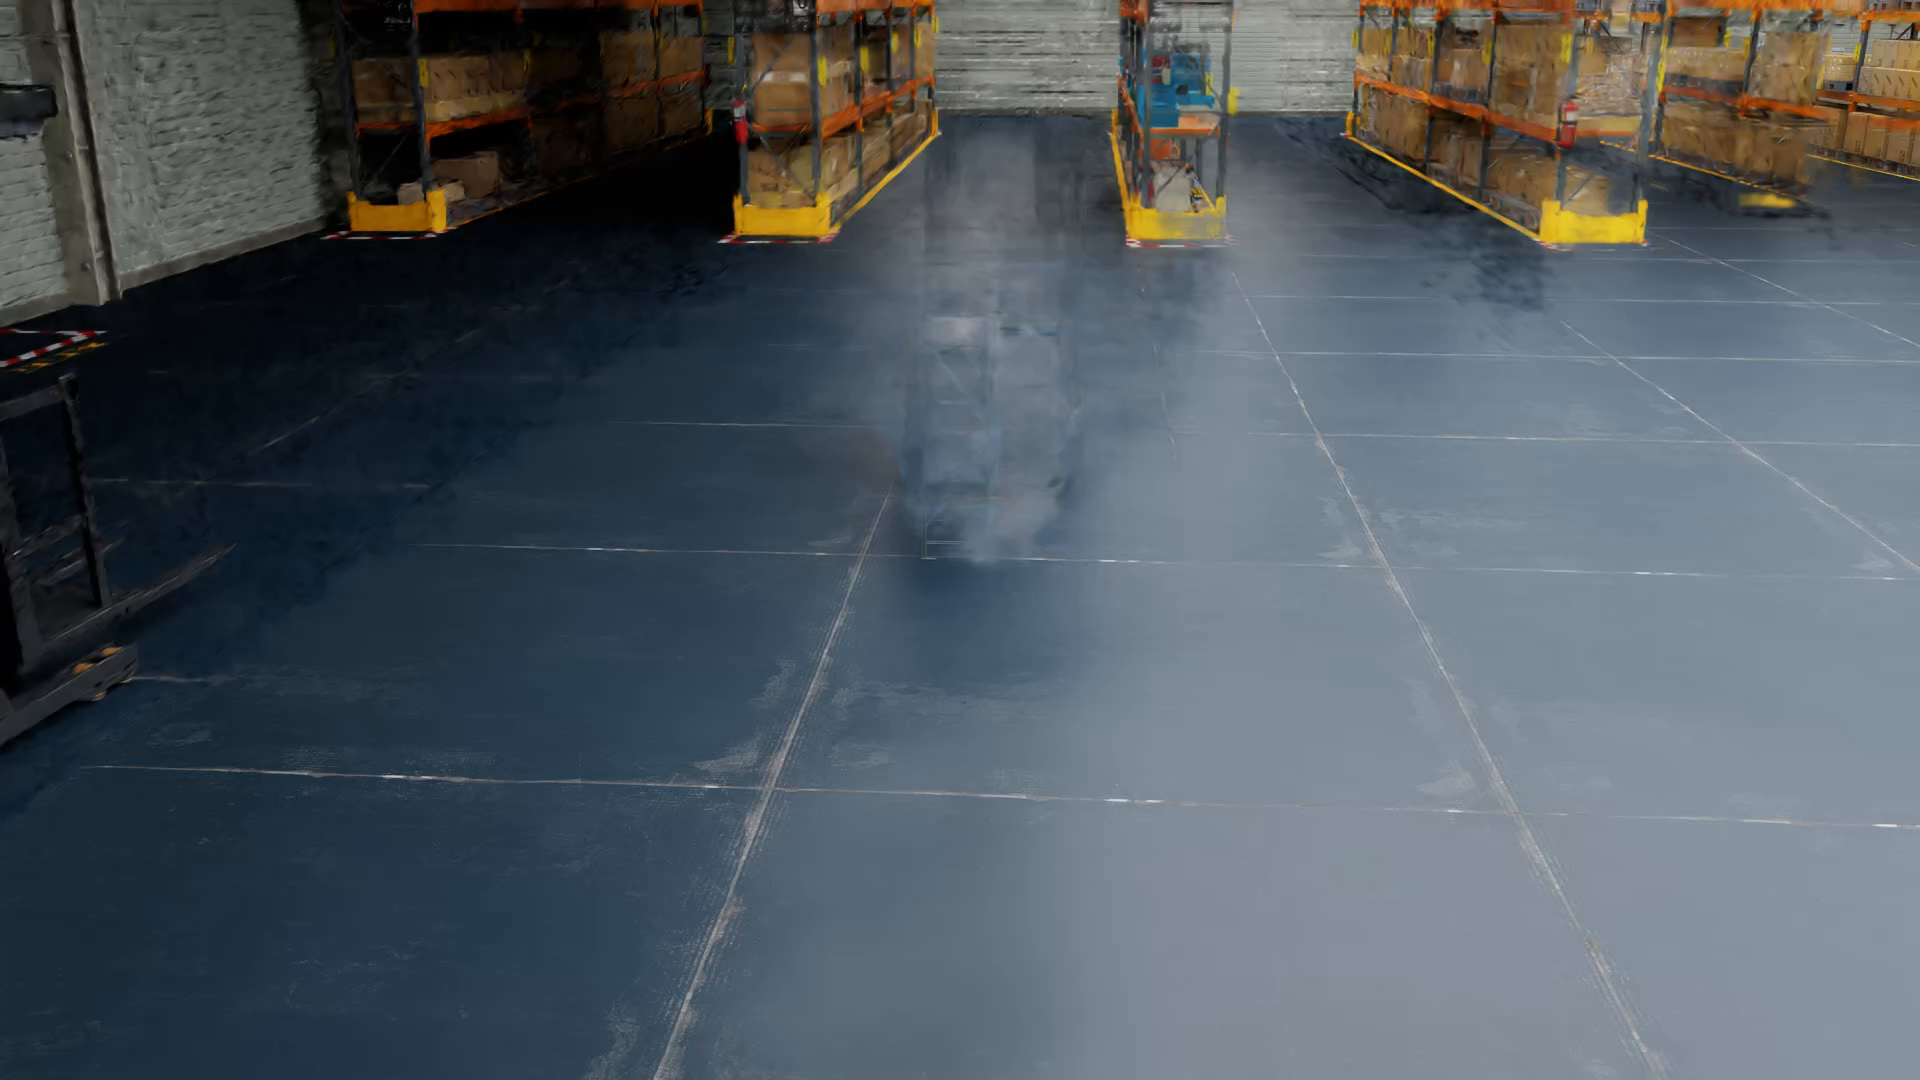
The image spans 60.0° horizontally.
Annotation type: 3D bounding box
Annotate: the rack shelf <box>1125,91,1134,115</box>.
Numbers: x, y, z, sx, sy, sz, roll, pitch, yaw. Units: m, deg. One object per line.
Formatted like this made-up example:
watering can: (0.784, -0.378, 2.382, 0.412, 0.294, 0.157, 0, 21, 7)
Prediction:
rack shelf: (7.684, -8.086, 30.938, 1.077, 0.370, 4.000, 1, 18, 4)

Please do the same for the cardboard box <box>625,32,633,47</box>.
cardboard box: (-1.665, -10.441, 35.095, 0.500, 0.250, 0.500, 1, 18, 3)

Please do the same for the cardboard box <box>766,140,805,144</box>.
cardboard box: (2.149, -6.565, 27.677, 0.500, 0.500, 0.500, 1, 18, 4)

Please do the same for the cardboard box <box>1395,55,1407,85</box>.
cardboard box: (12.737, -9.935, 35.264, 0.500, 0.500, 0.500, 1, 18, 4)

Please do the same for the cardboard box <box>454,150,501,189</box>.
cardboard box: (-2.376, -6.726, 28.939, 0.500, 0.500, 0.500, 0, 18, 0)

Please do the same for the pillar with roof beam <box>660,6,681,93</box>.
pillar with roof beam: (2.144, -15.367, 42.370, 9.100, 9.000, 0.400, 1, 18, 4)

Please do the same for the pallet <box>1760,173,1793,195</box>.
pallet: (17.485, -6.850, 30.489, 1.003, 0.211, 1.213, 1, 18, 4)

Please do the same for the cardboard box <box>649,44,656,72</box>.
cardboard box: (-1.549, -10.562, 36.668, 0.500, 0.500, 0.500, 1, 18, 3)

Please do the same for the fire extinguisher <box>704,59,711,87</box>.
fire extinguisher: (-1.010, -11.577, 41.161, 0.296, 0.674, 0.183, 1, 18, 4)

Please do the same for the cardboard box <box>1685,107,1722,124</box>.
cardboard box: (17.601, -8.859, 34.278, 0.500, 0.250, 0.500, 2, 18, 6)

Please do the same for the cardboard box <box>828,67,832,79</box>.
cardboard box: (2.646, -7.549, 26.941, 0.380, 0.149, 0.250, 1, 18, 3)

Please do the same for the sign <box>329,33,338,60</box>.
sign: (-3.180, -7.504, 25.641, 0.100, 0.325, 0.005, 1, 18, 4)

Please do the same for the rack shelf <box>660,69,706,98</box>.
rack shelf: (-1.624, -10.792, 39.195, 1.077, 0.370, 4.000, 1, 18, 4)

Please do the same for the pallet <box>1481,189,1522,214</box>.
pallet: (12.468, -6.161, 28.388, 1.003, 0.211, 1.213, 1, 18, 4)

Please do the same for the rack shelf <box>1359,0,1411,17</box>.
rack shelf: (13.197, -11.885, 37.716, 1.077, 0.370, 4.000, 1, 18, 4)

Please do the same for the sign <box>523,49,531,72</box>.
sign: (-1.799, -8.429, 29.440, 0.100, 0.325, 0.005, 1, 18, 4)

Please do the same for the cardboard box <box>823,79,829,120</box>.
cardboard box: (2.434, -7.185, 26.874, 0.700, 0.500, 0.500, 1, 18, 4)

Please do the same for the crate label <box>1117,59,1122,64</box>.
crate label: (8.054, -11.413, 40.109, 0.416, 0.233, 0.303, 1, 18, 4)

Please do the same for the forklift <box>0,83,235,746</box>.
forklift: (0.341, -2.132, 11.721, 1.130, 2.935, 3.031, 3, 18, 8)

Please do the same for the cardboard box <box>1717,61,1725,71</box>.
cardboard box: (17.306, -9.264, 32.630, 0.380, 0.149, 0.250, 2, 18, 6)

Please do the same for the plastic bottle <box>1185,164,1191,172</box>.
plastic bottle: (7.782, -6.550, 28.644, 0.144, 0.351, 0.185, 1, 18, 2)

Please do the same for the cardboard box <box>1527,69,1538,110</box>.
cardboard box: (12.256, -7.125, 26.212, 0.875, 0.500, 0.500, 1, 18, 4)

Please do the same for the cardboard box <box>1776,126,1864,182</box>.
cardboard box: (17.448, -7.179, 29.952, 1.050, 0.750, 0.750, 1, 18, 4)

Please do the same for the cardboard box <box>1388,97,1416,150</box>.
cardboard box: (12.965, -8.894, 34.986, 1.225, 0.875, 0.875, 1, 18, 2)

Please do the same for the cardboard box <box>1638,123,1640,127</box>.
cardboard box: (17.708, -9.298, 36.907, 0.380, 0.149, 0.250, 1, 18, 2)

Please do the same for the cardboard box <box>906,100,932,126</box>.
cardboard box: (3.667, -10.492, 40.434, 0.500, 0.500, 0.500, 1, 18, 4)

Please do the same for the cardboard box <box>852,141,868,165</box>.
cardboard box: (2.878, -7.200, 29.921, 0.500, 0.311, 0.500, 1, 18, 4)

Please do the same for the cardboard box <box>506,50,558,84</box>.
cardboard box: (-2.208, -8.820, 31.156, 0.700, 0.500, 0.500, 4, 19, 11)

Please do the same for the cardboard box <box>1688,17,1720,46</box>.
cardboard box: (18.269, -10.837, 35.935, 0.500, 0.500, 0.500, 2, 18, 5)

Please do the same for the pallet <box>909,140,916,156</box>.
pallet: (3.153, -8.824, 36.514, 1.003, 0.211, 1.213, 1, 18, 4)

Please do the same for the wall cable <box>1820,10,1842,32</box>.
wall cable: (25.022, -13.408, 44.394, 0.588, 1.984, 0.122, 1, 18, 4)

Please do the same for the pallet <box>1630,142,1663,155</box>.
pallet: (18.007, -8.923, 36.815, 1.003, 0.211, 1.213, 1, 18, 4)

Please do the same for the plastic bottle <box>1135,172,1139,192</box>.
plastic bottle: (7.002, -6.374, 28.215, 0.061, 0.283, 0.133, 2, 18, 6)

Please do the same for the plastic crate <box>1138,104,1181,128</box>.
plastic crate: (6.991, -6.656, 25.657, 0.499, 0.251, 0.616, 1, 18, 4)

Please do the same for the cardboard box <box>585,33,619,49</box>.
cardboard box: (-1.727, -10.127, 34.137, 0.500, 0.250, 0.500, 1, 18, 3)

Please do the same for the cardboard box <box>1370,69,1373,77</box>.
cardboard box: (12.860, -10.641, 37.985, 0.380, 0.149, 0.250, 2, 18, 5)

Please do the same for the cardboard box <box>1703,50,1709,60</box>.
cardboard box: (17.363, -9.639, 33.295, 0.380, 0.149, 0.250, 1, 18, 4)

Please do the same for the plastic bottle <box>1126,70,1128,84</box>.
plastic bottle: (7.598, -9.855, 35.371, 0.061, 0.283, 0.133, 1, 18, 4)

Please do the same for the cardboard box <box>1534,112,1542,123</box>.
cardboard box: (12.082, -6.816, 26.310, 0.380, 0.149, 0.250, 1, 18, 4)

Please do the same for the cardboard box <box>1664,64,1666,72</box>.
cardboard box: (17.507, -10.007, 35.373, 0.380, 0.149, 0.250, 0, 18, 1)

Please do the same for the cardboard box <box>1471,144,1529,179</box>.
cardboard box: (12.599, -7.055, 29.945, 0.700, 0.500, 0.500, 1, 18, 4)

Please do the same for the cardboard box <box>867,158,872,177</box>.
cardboard box: (2.914, -7.090, 30.484, 0.500, 0.250, 0.500, 2, 18, 5)

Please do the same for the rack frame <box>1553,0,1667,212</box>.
rack frame: (12.194, -6.454, 24.801, 1.000, 3.000, 0.127, 1, 18, 4)

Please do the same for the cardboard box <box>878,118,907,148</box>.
cardboard box: (3.310, -8.797, 35.262, 0.500, 0.500, 0.500, 1, 18, 2)

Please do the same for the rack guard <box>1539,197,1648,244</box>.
rack guard: (12.199, -5.289, 25.262, 1.175, 0.500, 0.348, 1, 18, 4)

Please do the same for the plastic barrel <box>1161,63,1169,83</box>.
plastic barrel: (7.966, -8.778, 31.714, 0.421, 0.512, 0.421, 0, 18, 0)

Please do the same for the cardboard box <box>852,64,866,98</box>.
cardboard box: (2.783, -8.687, 31.455, 0.500, 0.500, 0.500, 0, 18, 1)

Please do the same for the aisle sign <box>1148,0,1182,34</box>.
aisle sign: (6.952, -7.784, 24.686, 0.394, 0.787, 0.004, 1, 18, 4)

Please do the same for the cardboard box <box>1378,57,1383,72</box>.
cardboard box: (12.859, -10.554, 37.079, 0.500, 0.250, 0.500, 2, 18, 6)

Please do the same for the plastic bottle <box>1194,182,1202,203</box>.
plastic bottle: (7.694, -6.033, 27.192, 0.097, 0.271, 0.097, 0, 18, 0)

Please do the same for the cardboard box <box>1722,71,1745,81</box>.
cardboard box: (17.284, -9.040, 32.423, 0.380, 0.149, 0.250, 2, 18, 5)

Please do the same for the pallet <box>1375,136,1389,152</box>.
pallet: (13.187, -9.090, 37.325, 1.003, 0.211, 1.213, 1, 18, 4)

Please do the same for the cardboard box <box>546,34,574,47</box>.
cardboard box: (-2.281, -9.971, 33.662, 0.500, 0.250, 0.500, 2, 18, 5)

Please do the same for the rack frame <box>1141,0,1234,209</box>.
rack frame: (7.254, -6.564, 25.139, 1.000, 3.000, 0.127, 1, 18, 4)
